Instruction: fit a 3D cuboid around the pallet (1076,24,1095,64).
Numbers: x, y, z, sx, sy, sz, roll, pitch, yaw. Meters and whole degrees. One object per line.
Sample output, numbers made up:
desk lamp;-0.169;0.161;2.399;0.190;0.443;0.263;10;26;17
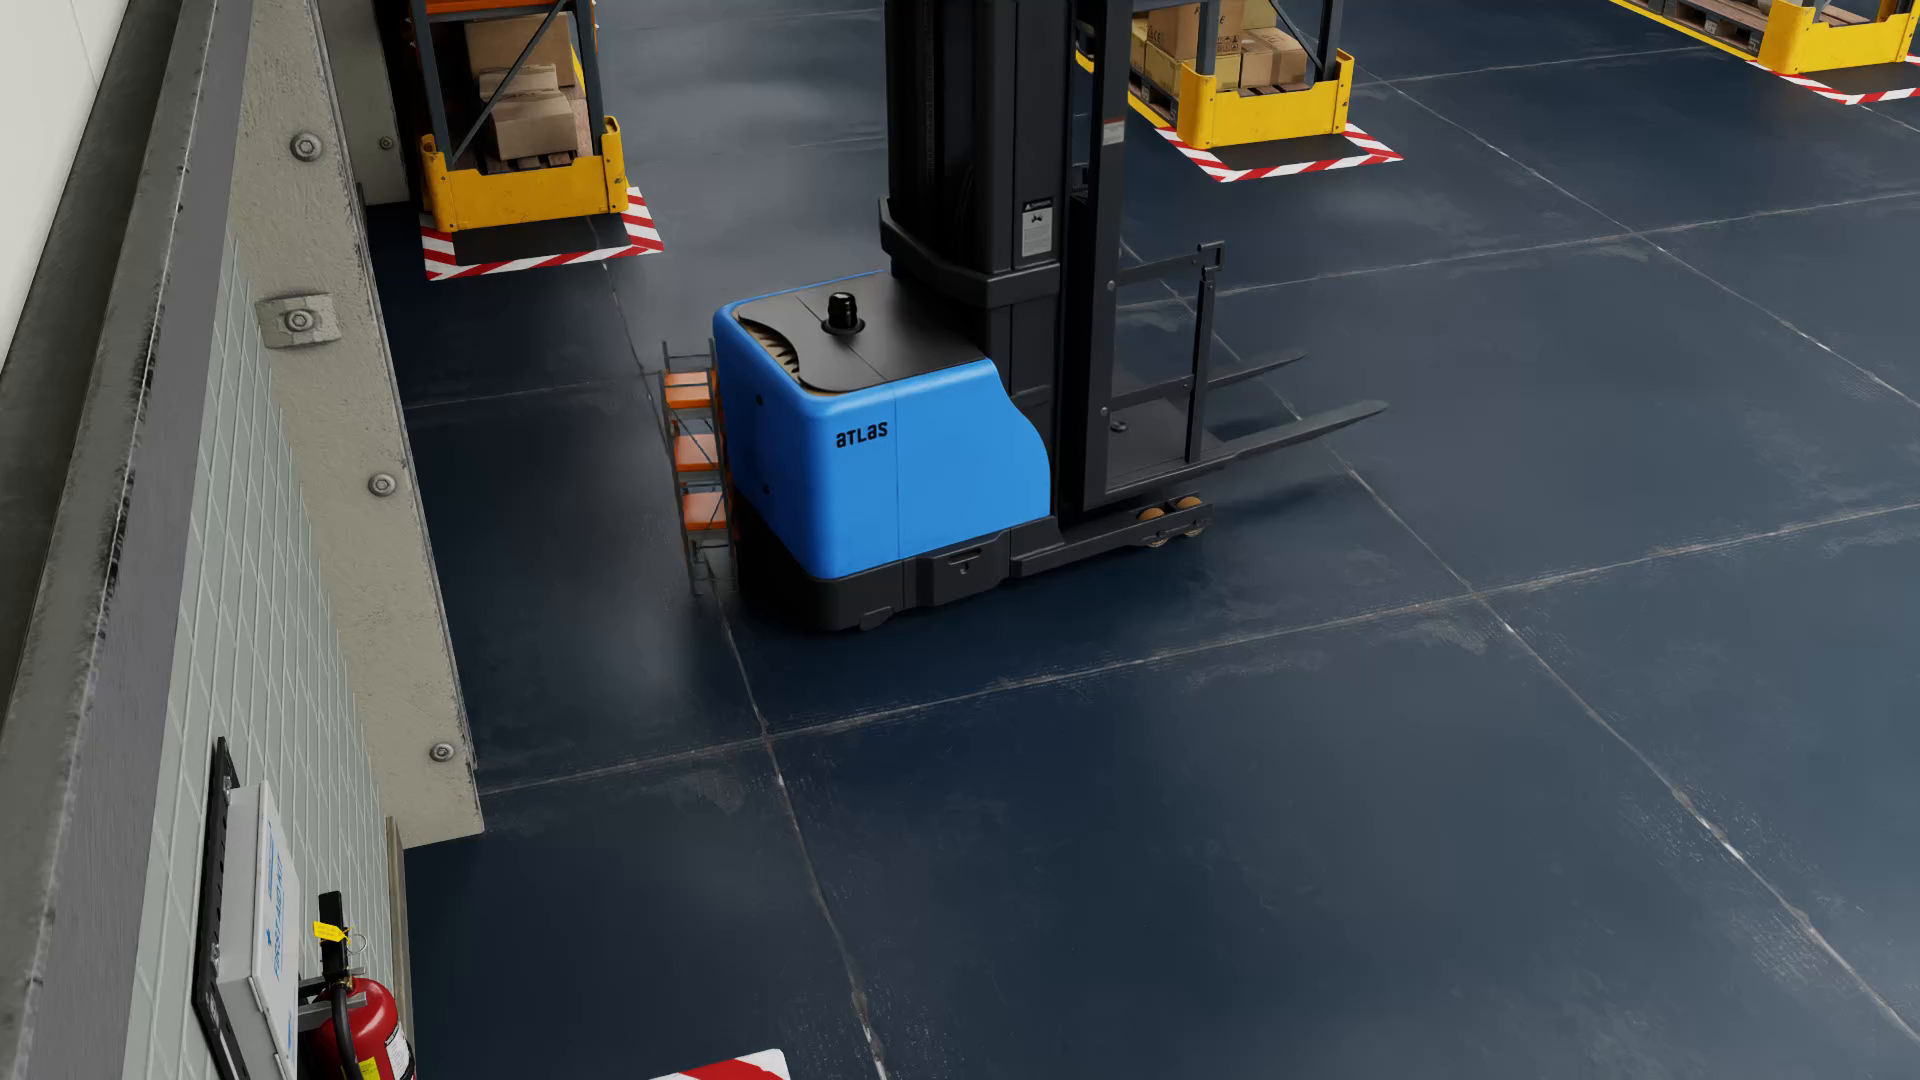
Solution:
pallet;1.437;-3.958;13.048;1.003;0.211;1.213;-10;35;-15

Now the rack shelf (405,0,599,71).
rack shelf;-3.248;-4.002;11.238;1.077;0.370;4.000;-10;35;-15

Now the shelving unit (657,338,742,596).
shelving unit;-1.042;-0.281;6.716;0.215;1.050;0.252;-4;34;-3

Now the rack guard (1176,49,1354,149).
rack guard;2.086;-3.032;11.384;1.175;0.500;0.348;-10;35;-15

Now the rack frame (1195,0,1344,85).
rack frame;2.078;-4.087;10.714;1.000;3.000;0.127;-10;35;-15

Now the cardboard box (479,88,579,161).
cardboard box;-2.764;-2.692;10.643;0.500;0.311;0.500;-14;36;-20

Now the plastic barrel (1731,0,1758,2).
plastic barrel;6.370;-4.651;13.444;0.421;0.512;0.421;0;33;0

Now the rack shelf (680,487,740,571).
rack shelf;-1.031;-0.041;6.876;0.215;0.259;0.240;-4;34;-3

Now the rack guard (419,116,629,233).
rack guard;-2.661;-2.249;10.200;1.175;0.500;0.348;-10;35;-15

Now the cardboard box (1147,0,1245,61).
cardboard box;1.631;-3.659;11.500;0.500;0.500;0.500;-10;35;-15

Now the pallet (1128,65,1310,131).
pallet;1.805;-3.318;12.080;1.003;0.211;1.213;-10;35;-15

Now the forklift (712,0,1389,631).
forklift;0.524;-1.432;6.758;3.031;2.935;1.130;-17;37;-23

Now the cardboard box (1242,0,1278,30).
cardboard box;1.972;-4.009;12.029;0.500;0.500;0.500;-10;35;-15

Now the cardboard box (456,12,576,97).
cardboard box;-3.114;-3.464;11.640;0.700;0.500;0.500;-12;35;-18

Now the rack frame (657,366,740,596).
rack frame;-1.032;-0.214;6.615;0.200;1.050;0.008;-4;34;-3

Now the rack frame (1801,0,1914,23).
rack frame;6.797;-4.918;11.972;1.000;3.000;0.127;-10;35;-15

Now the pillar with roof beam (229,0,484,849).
pillar with roof beam;2.254;-3.551;4.461;9.100;9.000;0.400;-10;35;-15

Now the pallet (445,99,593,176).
pallet;-2.876;-2.561;10.934;1.003;0.211;1.213;-10;35;-15

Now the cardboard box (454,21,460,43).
cardboard box;-3.504;-3.955;12.382;0.500;0.500;0.500;-13;35;-18

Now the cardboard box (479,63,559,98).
cardboard box;-2.937;-2.992;11.096;0.500;0.311;0.500;-7;34;-11

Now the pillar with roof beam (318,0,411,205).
pillar with roof beam;0.424;-6.701;9.228;9.100;9.000;0.400;-10;35;-15

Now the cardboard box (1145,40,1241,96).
cardboard box;1.633;-3.347;11.707;0.500;0.250;0.500;-10;35;-15

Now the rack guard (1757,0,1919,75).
rack guard;6.729;-3.907;12.709;1.175;0.500;0.348;-10;35;-15

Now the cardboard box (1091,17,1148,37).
cardboard box;1.315;-3.870;12.498;0.500;0.250;0.500;-10;35;-15

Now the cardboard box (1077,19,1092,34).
cardboard box;1.164;-4.132;12.896;0.500;0.250;0.500;-10;35;-15

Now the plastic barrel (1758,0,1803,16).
plastic barrel;6.523;-4.388;13.045;0.421;0.512;0.421;0;33;0

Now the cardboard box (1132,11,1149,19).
cardboard box;1.312;-4.182;12.291;0.500;0.500;0.500;-10;35;-15

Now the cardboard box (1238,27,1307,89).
cardboard box;2.126;-3.434;11.839;0.500;0.250;0.500;-10;35;-15

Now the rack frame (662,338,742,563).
rack frame;-1.051;-0.348;6.818;0.200;1.050;0.008;-4;34;-3

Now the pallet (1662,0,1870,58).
pallet;6.486;-4.214;13.436;1.003;0.211;1.213;-10;35;-15

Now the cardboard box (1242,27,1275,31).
cardboard box;1.970;-3.696;12.236;0.500;0.250;0.500;-10;35;-15

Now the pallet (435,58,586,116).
pallet;-3.244;-3.200;11.902;1.003;0.211;1.213;-10;35;-15

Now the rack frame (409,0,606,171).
rack frame;-2.638;-3.252;9.451;1.000;3.000;0.127;-10;35;-15

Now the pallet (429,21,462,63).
pallet;-3.620;-3.842;12.873;1.003;0.211;1.213;-10;35;-15

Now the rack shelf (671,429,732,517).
rack shelf;-1.041;-0.273;6.722;0.215;0.259;0.240;-4;34;-3

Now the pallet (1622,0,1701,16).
pallet;6.117;-4.853;14.404;1.003;0.211;1.213;-10;35;-15

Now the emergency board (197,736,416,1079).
emergency board;-1.128;0.980;3.046;0.194;1.169;0.643;-10;35;-15

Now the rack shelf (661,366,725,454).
rack shelf;-1.052;-0.509;6.565;0.215;0.259;0.240;-4;34;-3

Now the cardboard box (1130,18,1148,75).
cardboard box;1.469;-3.607;12.102;0.500;0.250;0.500;-10;35;-15
